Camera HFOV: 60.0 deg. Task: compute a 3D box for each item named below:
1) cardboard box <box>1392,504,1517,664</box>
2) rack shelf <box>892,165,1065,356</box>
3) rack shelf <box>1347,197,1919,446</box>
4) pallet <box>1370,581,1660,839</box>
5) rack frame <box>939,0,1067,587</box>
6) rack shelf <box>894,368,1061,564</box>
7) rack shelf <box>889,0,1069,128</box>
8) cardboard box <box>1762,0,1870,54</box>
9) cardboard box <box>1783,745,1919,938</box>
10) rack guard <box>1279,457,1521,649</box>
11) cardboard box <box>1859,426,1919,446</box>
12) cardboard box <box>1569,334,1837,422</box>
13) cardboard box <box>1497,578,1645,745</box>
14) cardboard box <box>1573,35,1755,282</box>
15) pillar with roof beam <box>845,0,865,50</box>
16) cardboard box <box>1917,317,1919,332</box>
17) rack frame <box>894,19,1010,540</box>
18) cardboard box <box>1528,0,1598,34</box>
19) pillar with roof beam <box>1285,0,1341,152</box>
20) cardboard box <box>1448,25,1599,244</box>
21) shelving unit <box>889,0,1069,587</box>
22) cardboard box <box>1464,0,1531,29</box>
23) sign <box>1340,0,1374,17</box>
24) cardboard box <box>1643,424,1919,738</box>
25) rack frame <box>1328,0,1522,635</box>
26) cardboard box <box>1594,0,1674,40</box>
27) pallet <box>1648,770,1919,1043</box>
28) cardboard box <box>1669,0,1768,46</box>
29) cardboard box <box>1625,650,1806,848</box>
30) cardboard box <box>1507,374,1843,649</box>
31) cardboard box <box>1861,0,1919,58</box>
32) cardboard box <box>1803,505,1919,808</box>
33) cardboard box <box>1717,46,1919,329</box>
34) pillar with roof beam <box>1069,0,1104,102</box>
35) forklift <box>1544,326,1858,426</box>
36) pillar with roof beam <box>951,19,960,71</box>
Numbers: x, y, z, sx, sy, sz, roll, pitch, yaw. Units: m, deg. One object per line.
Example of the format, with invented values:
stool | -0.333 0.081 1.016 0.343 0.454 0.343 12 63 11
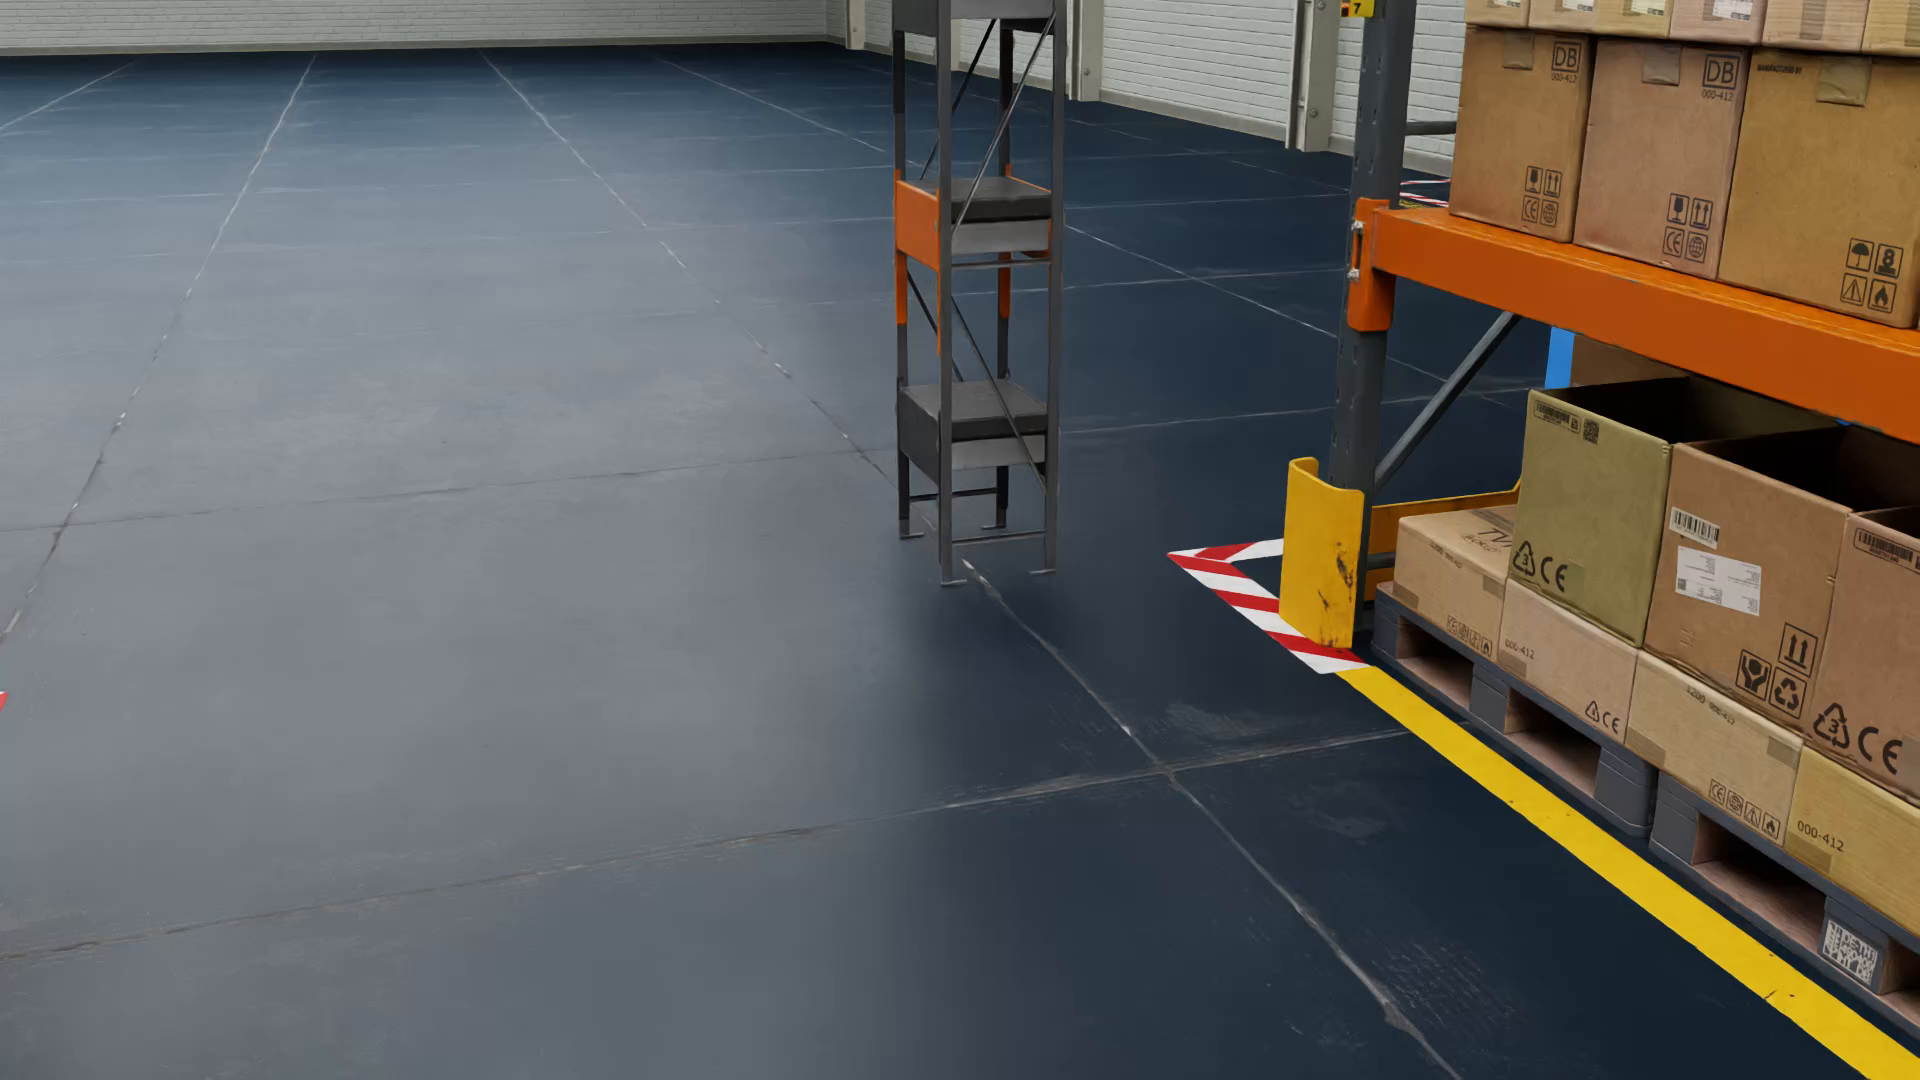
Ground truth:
cardboard box | 1.564 0.105 4.632 0.500 0.250 0.500 -6 21 -17
rack shelf | 0.052 -0.922 5.418 0.431 0.518 0.480 -6 21 -17
rack shelf | 2.235 -0.206 3.118 1.077 0.370 4.000 -6 21 -17
pallet | 1.887 0.366 4.584 1.003 0.211 1.213 -6 21 -17
rack frame | 0.129 -0.857 5.196 0.400 2.100 0.015 -6 21 -17
rack shelf | 0.052 -0.263 5.655 0.431 0.518 0.480 -6 21 -17
rack shelf | 0.052 -1.581 5.182 0.431 0.518 0.480 -6 21 -17
cardboard box | 1.852 -1.059 3.321 0.380 0.149 0.250 -7 21 -19
cardboard box | 2.034 0.587 3.291 0.500 0.250 0.500 -6 21 -17
rack guard | 1.599 -0.018 5.227 1.175 0.500 0.348 -6 21 -17
cardboard box | 2.386 0.017 3.770 0.500 0.500 0.500 -6 21 -17
cardboard box | 2.058 -0.303 4.659 0.500 0.500 0.500 -6 21 -17
cardboard box | 1.725 0.265 4.186 0.500 0.250 0.500 -6 21 -17
cardboard box | 1.911 -0.915 3.878 0.700 0.500 0.500 -6 21 -16
pillar with roof beam | -6.167 -13.575 30.398 9.100 9.000 0.400 -6 21 -17
cardboard box | 2.230 -0.586 2.963 0.700 0.500 0.500 -6 21 -16
rack frame | -0.025 -1.013 5.632 0.400 2.100 0.015 -6 21 -17
cardboard box | 1.611 -1.306 4.007 0.380 0.149 0.250 -7 21 -19
pillar with roof beam | -0.509 -7.798 14.316 9.100 9.000 0.400 -6 21 -17
cardboard box | 1.741 -1.083 4.345 0.700 0.500 0.500 -6 21 -17
shelving unit | 0.052 -0.935 5.414 0.431 2.100 0.503 -6 21 -17
cardboard box | 1.525 -1.390 4.242 0.380 0.149 0.250 -7 21 -18
sign | 1.078 -1.574 4.465 0.100 0.325 0.005 -6 21 -17
cardboard box | 1.892 0.072 3.616 0.500 0.500 0.500 -6 21 -17
rack frame | 1.607 -1.187 4.783 1.000 3.000 0.127 -6 21 -17
cardboard box | 1.688 -1.226 3.784 0.380 0.149 0.250 -6 21 -17
pallet | 2.266 0.757 3.496 1.003 0.211 1.213 -6 21 -17
cardboard box | 1.765 -1.144 3.558 0.380 0.149 0.250 -7 21 -18
cardboard box | 1.881 0.426 3.740 0.500 0.250 0.500 -6 21 -17
cardboard box | 1.723 -0.087 4.059 0.500 0.500 0.500 -6 21 -17
cardboard box | 1.932 -0.977 3.092 0.380 0.149 0.250 -7 21 -18
cardboard box | 2.033 0.234 3.164 0.500 0.500 0.500 -6 21 -17
cardboard box | 2.061 -0.755 3.432 0.700 0.500 0.500 -6 21 -17
pillar with roof beam | -2.395 -9.724 19.677 9.100 9.000 0.400 -6 21 -17
forklift | 3.628 -1.337 5.303 3.031 2.935 1.130 1 20 2
pillar with roof beam | -4.281 -11.649 25.037 9.100 9.000 0.400 -6 21 -17
